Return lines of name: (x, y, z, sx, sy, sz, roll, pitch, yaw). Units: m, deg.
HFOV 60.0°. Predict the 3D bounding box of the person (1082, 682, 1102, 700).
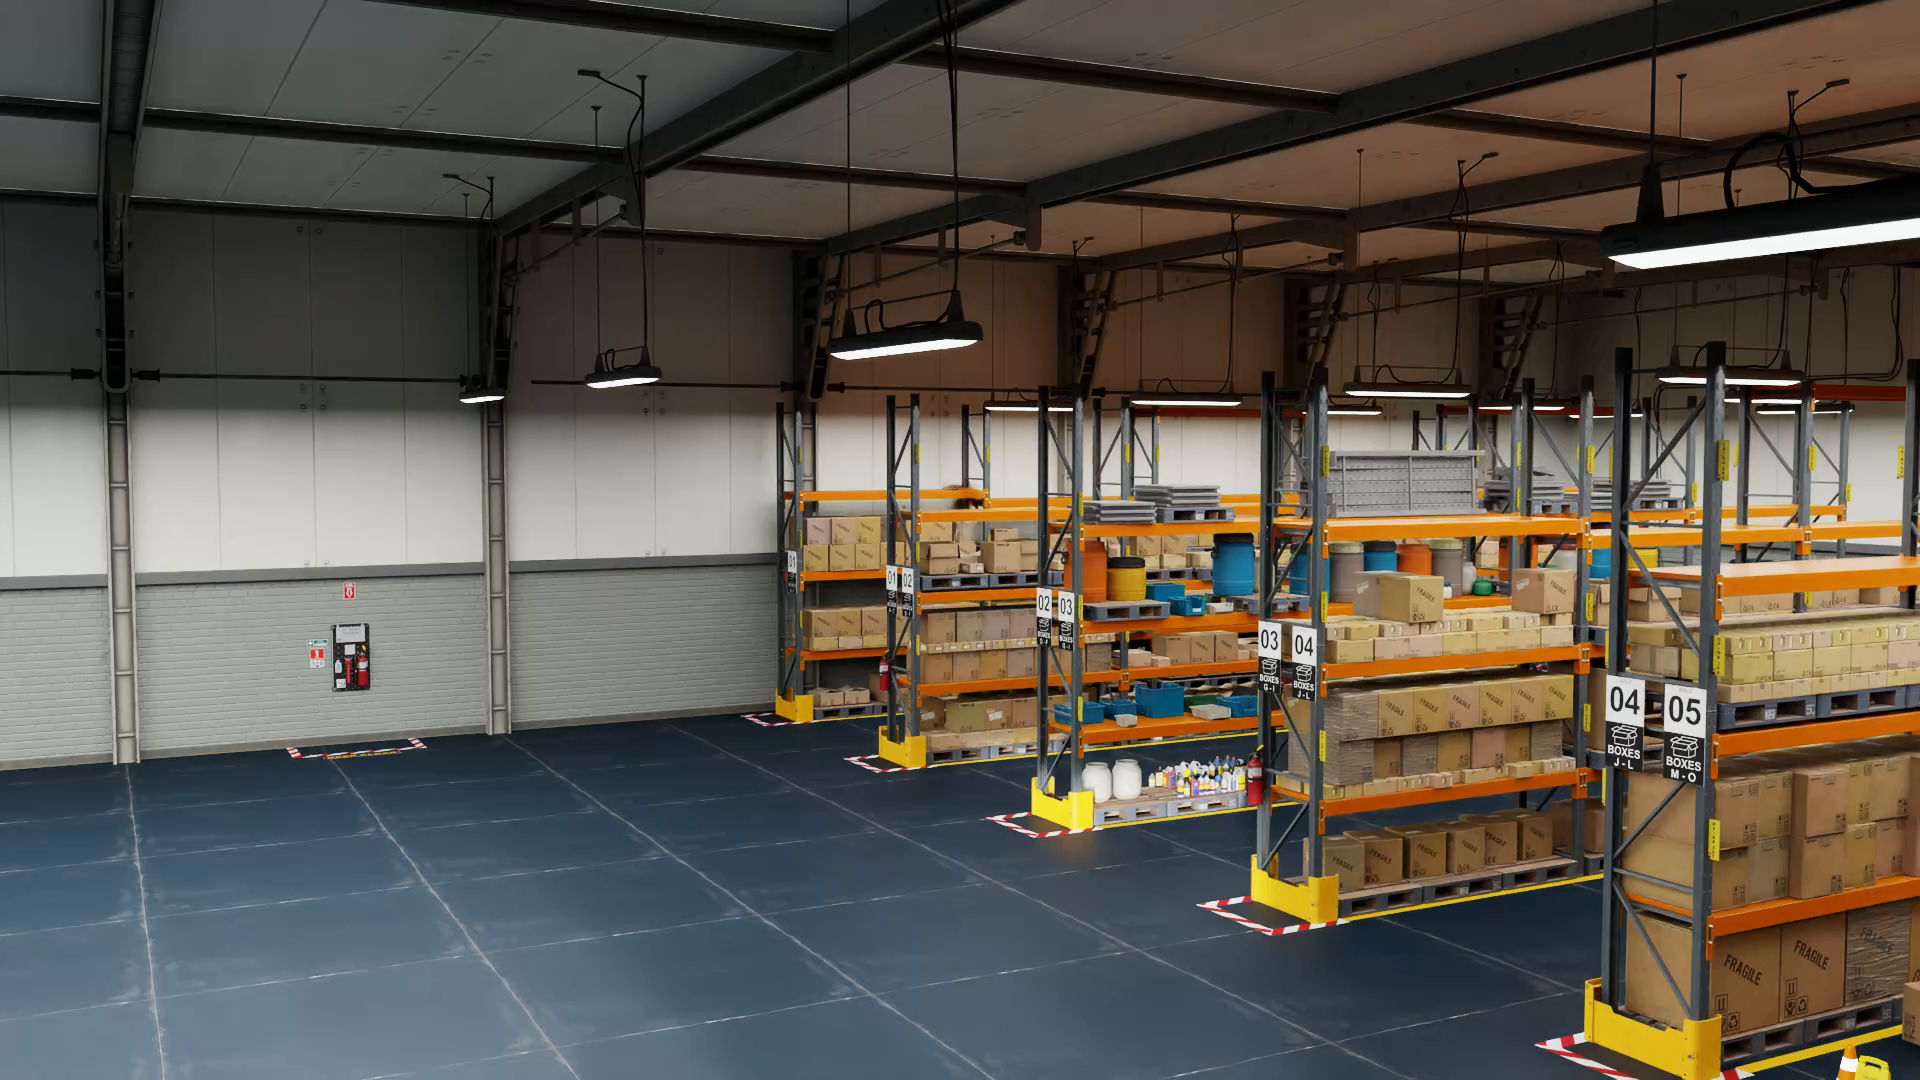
person: (2.416, 2.531, 30.995, 0.585, 1.773, 0.473, -1, 3, -22)
